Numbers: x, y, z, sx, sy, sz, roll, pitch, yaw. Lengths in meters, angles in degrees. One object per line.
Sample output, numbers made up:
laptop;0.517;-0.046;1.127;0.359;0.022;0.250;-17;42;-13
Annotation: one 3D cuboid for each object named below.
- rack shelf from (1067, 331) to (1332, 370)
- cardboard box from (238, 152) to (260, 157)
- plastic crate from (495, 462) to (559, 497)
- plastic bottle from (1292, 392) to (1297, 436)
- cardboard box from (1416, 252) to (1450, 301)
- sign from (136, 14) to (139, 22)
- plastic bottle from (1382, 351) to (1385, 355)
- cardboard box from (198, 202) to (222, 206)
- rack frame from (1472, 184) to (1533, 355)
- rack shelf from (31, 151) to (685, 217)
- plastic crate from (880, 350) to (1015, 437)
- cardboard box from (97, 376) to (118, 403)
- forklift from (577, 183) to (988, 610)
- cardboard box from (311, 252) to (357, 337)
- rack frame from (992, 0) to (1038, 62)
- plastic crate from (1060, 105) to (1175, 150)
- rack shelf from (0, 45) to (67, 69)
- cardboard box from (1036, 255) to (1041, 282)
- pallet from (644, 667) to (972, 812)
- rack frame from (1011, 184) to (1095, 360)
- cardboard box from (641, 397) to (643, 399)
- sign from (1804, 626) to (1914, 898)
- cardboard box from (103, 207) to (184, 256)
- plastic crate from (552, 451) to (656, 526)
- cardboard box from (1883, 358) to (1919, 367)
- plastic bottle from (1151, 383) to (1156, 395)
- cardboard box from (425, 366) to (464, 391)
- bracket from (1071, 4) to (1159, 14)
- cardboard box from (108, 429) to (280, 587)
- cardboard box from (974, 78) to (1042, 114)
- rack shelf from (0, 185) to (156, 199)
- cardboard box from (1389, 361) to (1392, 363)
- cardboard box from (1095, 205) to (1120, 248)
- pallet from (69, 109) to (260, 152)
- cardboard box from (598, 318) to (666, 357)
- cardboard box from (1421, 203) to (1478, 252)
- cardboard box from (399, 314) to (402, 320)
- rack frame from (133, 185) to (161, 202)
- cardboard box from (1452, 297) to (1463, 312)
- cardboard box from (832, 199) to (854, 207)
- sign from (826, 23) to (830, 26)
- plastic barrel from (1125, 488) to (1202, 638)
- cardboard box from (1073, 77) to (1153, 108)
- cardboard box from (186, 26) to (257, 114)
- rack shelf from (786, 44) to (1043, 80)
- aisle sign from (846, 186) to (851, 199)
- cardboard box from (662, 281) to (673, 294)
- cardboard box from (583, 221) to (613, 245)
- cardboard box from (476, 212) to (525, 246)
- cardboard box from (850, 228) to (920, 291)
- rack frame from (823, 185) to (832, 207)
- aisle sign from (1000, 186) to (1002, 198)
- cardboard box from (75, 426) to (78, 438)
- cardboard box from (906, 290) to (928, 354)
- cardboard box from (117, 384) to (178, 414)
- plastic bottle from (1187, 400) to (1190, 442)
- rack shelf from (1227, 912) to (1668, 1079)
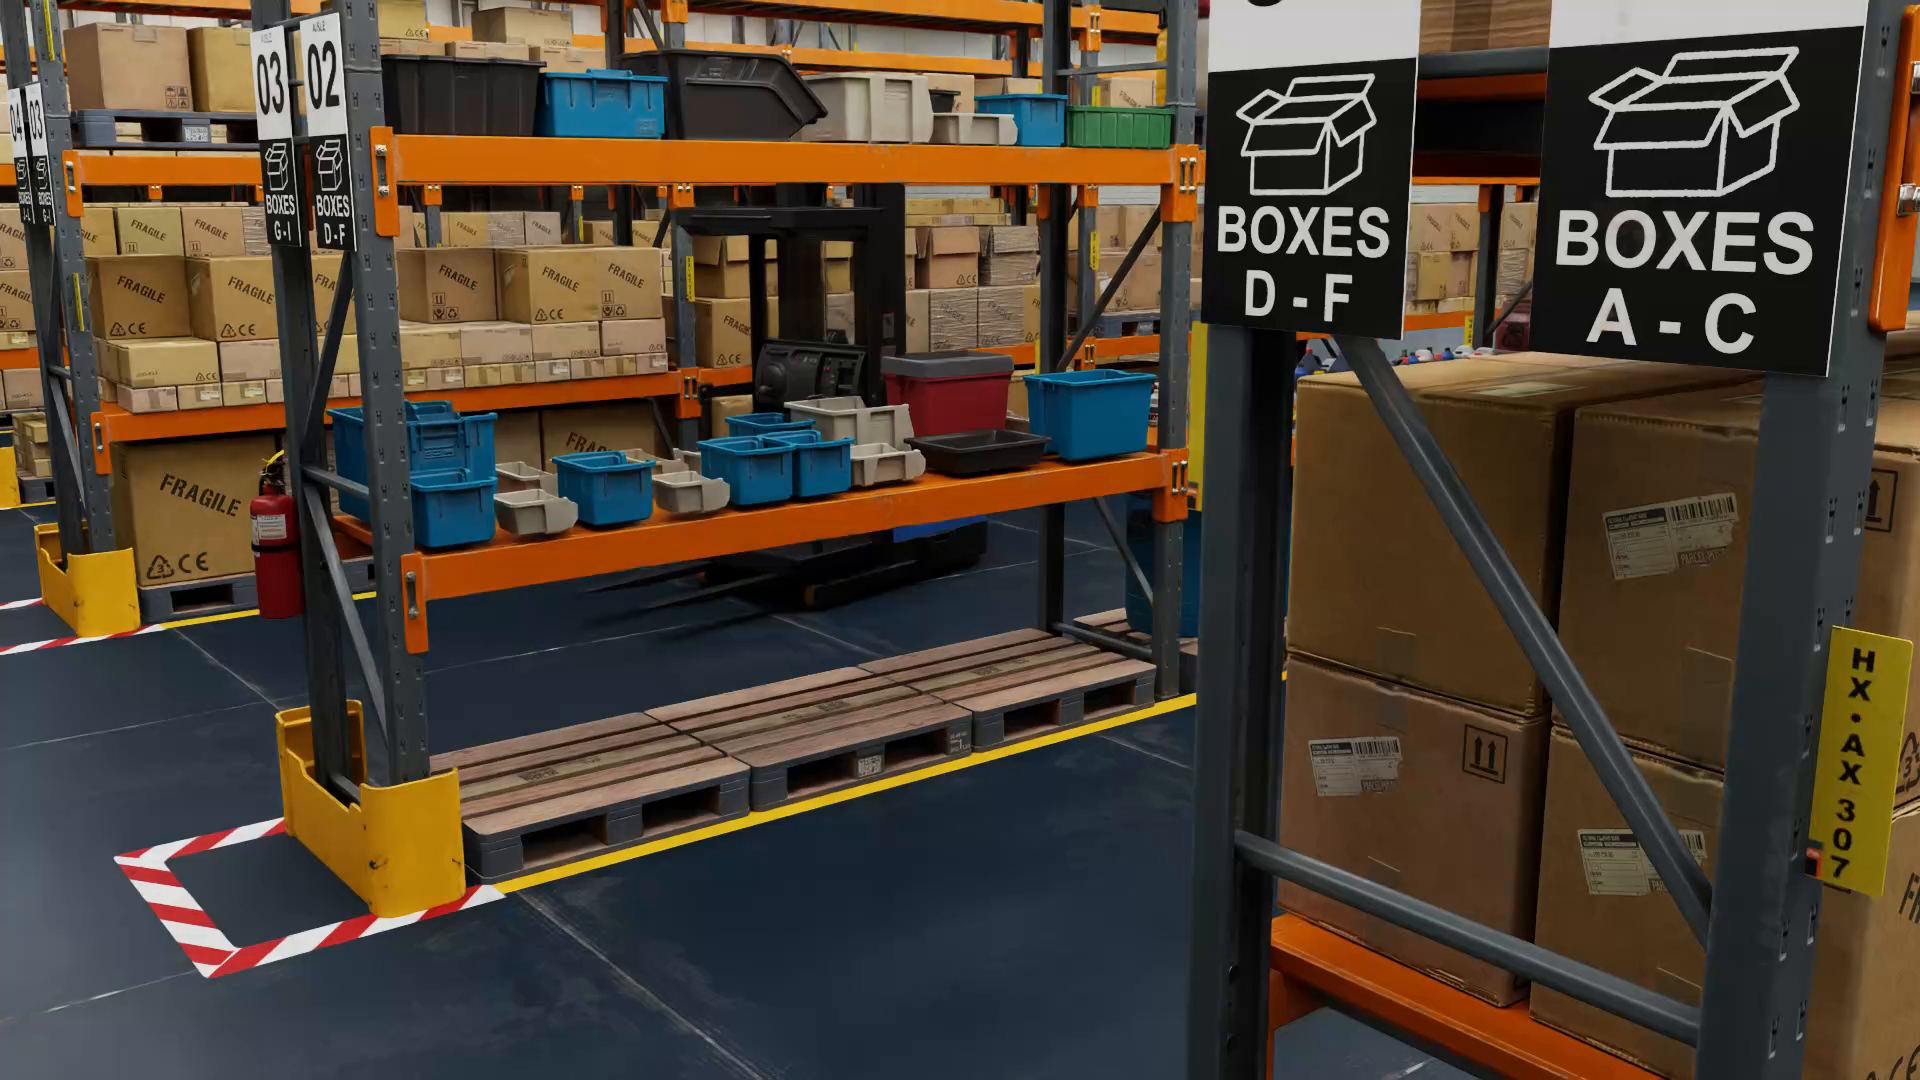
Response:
rack shelf;2.383;-1.946;16.302;4.000;0.370;1.077;-9;15;-38
cardboard box;-6.330;-3.494;15.002;0.500;0.250;0.500;-10;15;-38
plastic crate;-1.808;-0.232;6.991;0.243;0.136;0.396;-9;15;-38
plastic bottle;1.784;-0.709;9.056;0.097;0.271;0.097;0;12;0
cardboard box;4.747;-2.859;17.914;0.500;0.500;0.875;-9;15;-38
sign;-11.273;-7.271;22.765;0.005;0.325;0.100;-9;15;-38
plastic bottle;2.701;-1.074;10.746;0.133;0.283;0.061;-9;15;-38
cardboard box;-8.809;-3.873;19.439;0.250;0.149;0.380;-9;15;-36
rack frame;3.915;-1.235;11.222;0.127;3.000;1.000;-9;15;-38
rack shelf;-3.864;-2.375;11.102;4.000;0.370;1.077;-9;15;-38
plastic crate;-0.062;-0.701;8.411;0.583;0.464;0.402;-9;15;-38
cardboard box;-5.354;-0.977;10.612;0.250;0.149;0.380;-9;15;-37
forklift;-1.119;-1.107;10.784;1.130;2.935;3.031;9;15;38
cardboard box;-4.091;-1.590;10.737;0.500;0.500;0.500;-10;16;-39
rack frame;0.877;-7.618;26.840;0.127;3.000;1.000;-9;15;-38
plastic crate;0.650;-1.975;7.998;0.662;0.188;0.450;-9;15;-38
rack shelf;-10.055;-5.254;18.401;4.000;0.370;1.077;-9;15;-38
cardboard box;0.684;-3.312;20.766;0.500;0.500;0.500;-10;15;-38
pallet;-0.712;0.909;7.839;1.213;0.211;1.003;-9;15;-38
rack frame;0.821;-2.038;15.005;0.127;3.000;1.000;-9;15;-38
cardboard box;-3.360;-1.572;17.820;0.500;0.500;0.500;-10;16;-40
sign;1.099;0.272;2.043;0.005;0.325;0.100;-9;15;-38
cardboard box;-7.119;-2.647;14.507;0.500;0.500;0.500;-10;15;-39
plastic crate;-1.419;-0.208;6.646;0.300;0.233;0.416;-9;15;-38
cardboard box;2.068;-0.079;3.130;0.500;0.500;0.500;-9;15;-37
plastic bottle;1.050;-0.800;9.454;0.133;0.283;0.061;-9;15;-38
cardboard box;-3.539;-1.104;11.210;0.250;0.149;0.380;-9;15;-37
bracket;3.923;-11.351;35.752;4.783;0.066;0.076;-9;15;-38
cardboard box;-4.976;-0.262;10.746;0.875;0.875;0.875;-9;15;-38
cardboard box;0.390;-3.670;14.211;0.637;0.503;0.797;-8;15;-34
rack shelf;-13.159;-4.787;22.460;4.000;0.370;1.077;-9;15;-38
cardboard box;5.160;-1.754;18.674;0.500;0.500;0.500;-11;16;-43
cardboard box;1.591;-4.109;21.796;0.550;0.550;0.875;-9;15;-38
pallet;-4.853;-2.522;10.275;1.213;0.211;1.003;-9;15;-38
cardboard box;-2.483;-1.491;12.075;0.500;0.250;0.500;-10;15;-39
cardboard box;5.235;-3.388;17.997;0.500;0.500;0.500;-9;15;-38
cardboard box;-5.399;-2.139;16.084;0.250;0.149;0.380;-10;15;-38
rack frame;-11.597;-3.931;23.919;0.127;3.000;1.000;-9;15;-38
cardboard box;5.261;-2.579;18.160;0.250;0.149;0.380;-9;15;-38
cardboard box;-1.767;-4.870;24.977;0.500;0.500;0.700;-10;15;-38
sign;-1.895;-7.544;23.862;0.005;0.325;0.100;-9;15;-38
plastic barrel;1.227;0.038;9.271;0.708;0.901;0.600;-9;15;-38
cardboard box;1.349;-3.818;14.722;0.500;0.500;0.500;-9;15;-37
cardboard box;-4.539;-2.900;10.351;0.500;0.500;0.700;-10;16;-40
rack shelf;-0.637;-5.502;19.571;4.000;0.370;1.077;-9;15;-38
aisle sign;-1.992;-6.721;30.798;0.004;0.787;0.394;-9;15;-38
cardboard box;-3.098;-2.667;17.562;0.250;0.149;0.380;-10;16;-40
cardboard box;-4.874;-4.066;22.588;0.500;0.500;0.500;-10;16;-39
cardboard box;-6.006;-4.006;21.625;0.500;0.500;0.500;-9;15;-37
cardboard box;-0.790;-2.313;13.645;0.637;0.503;0.797;-9;15;-36
rack frame;-2.247;-4.164;25.019;0.127;3.000;1.000;-9;15;-38
aisle sign;0.732;-6.013;27.468;0.004;0.787;0.394;-9;15;-38
cardboard box;-7.684;-0.988;14.478;0.250;0.149;0.380;-9;15;-37
cardboard box;-0.604;-1.785;13.574;0.500;0.500;0.500;-9;15;-37
cardboard box;-4.943;-0.870;10.107;0.250;0.149;0.380;-9;15;-37
plastic bottle;1.301;-0.690;8.775;0.185;0.351;0.144;-9;15;-38
rack shelf;2.321;0.700;3.844;4.000;0.370;1.077;-9;15;-38
